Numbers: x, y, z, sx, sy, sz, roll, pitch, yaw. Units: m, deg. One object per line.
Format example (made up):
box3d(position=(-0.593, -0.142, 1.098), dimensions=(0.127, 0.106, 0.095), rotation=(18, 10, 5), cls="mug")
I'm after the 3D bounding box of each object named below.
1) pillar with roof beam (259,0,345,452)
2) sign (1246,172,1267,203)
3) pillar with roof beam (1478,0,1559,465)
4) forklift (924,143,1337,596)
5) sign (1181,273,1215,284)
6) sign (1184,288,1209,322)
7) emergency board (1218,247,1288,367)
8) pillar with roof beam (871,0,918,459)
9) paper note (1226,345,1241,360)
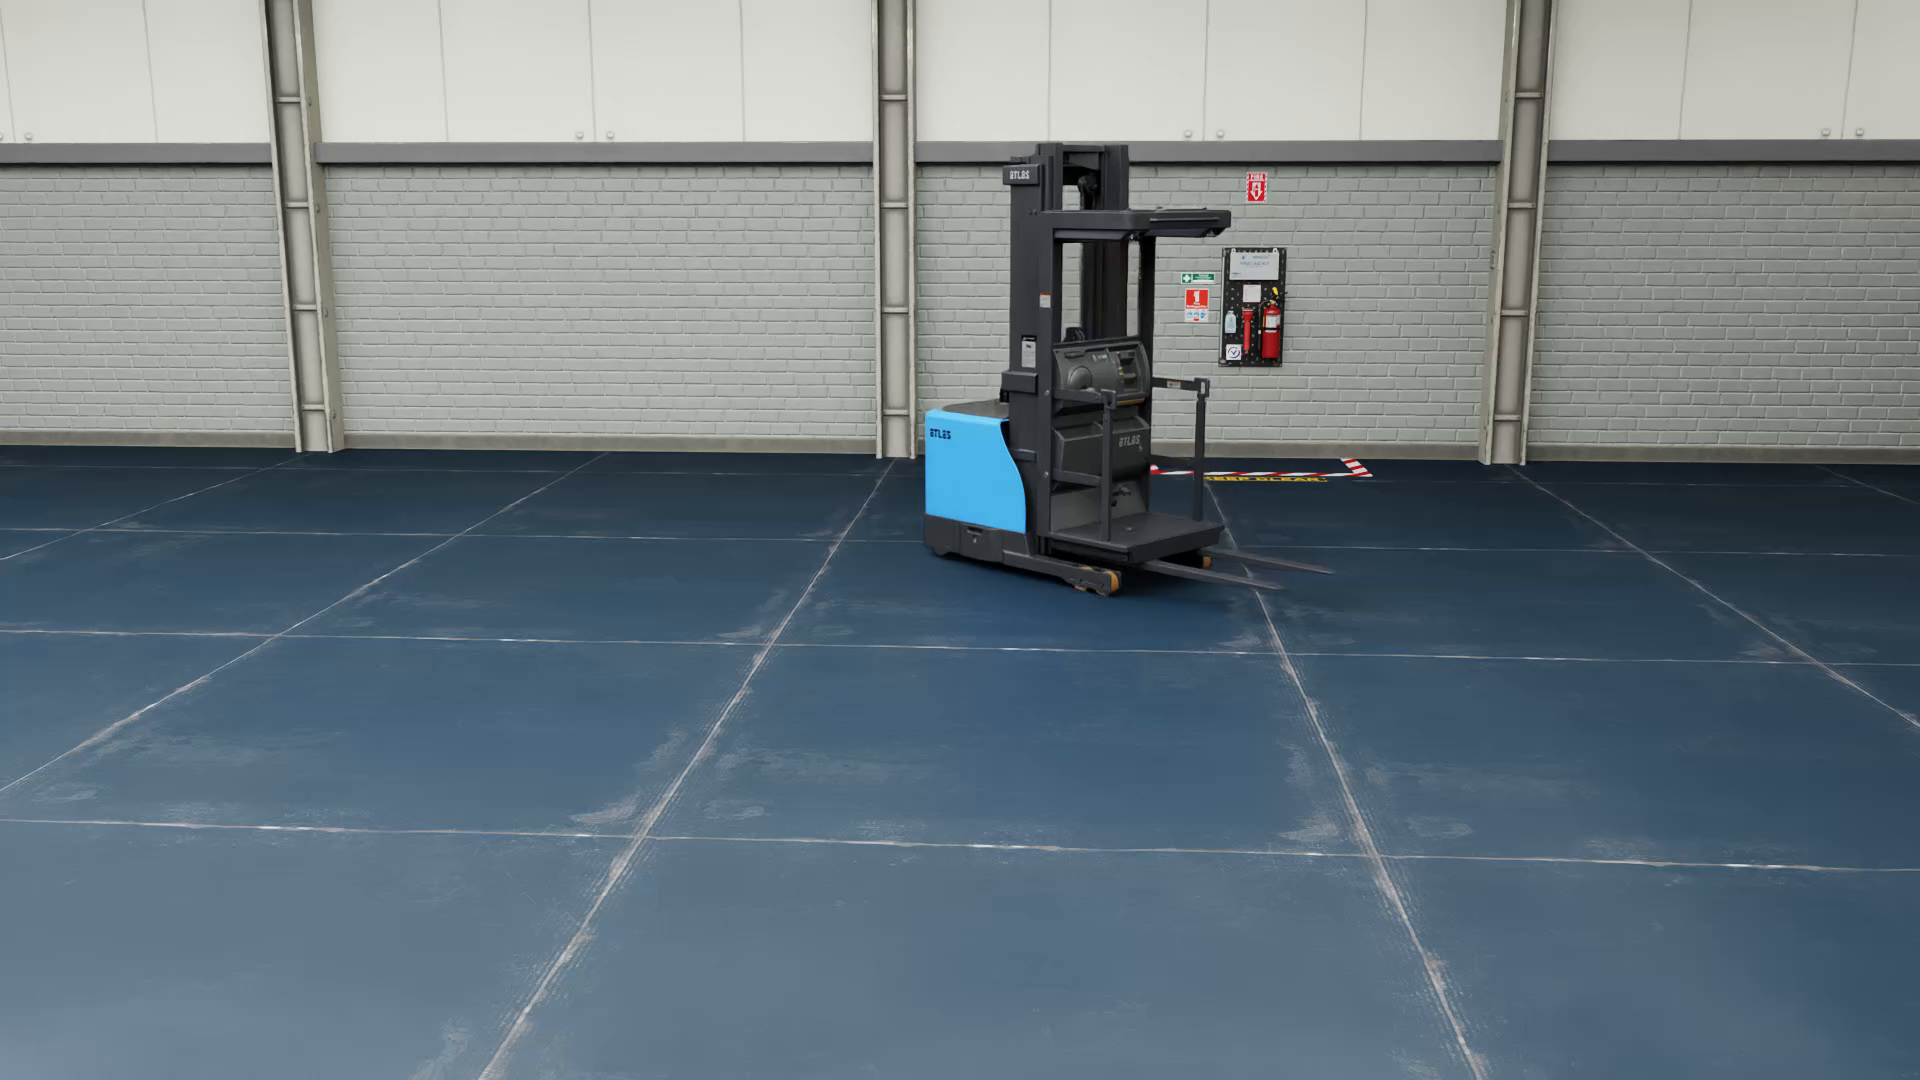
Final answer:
box3d(position=(-6.908, -4.458, 12.101), dimensions=(0.400, 9.000, 9.100), rotation=(1, 12, 4), cls="pillar with roof beam")
box3d(position=(2.888, -3.433, 16.194), dimensions=(0.199, 0.298, 0.001), rotation=(1, 12, 4), cls="sign")
box3d(position=(5.065, -4.294, 11.316), dimensions=(0.400, 9.000, 9.100), rotation=(1, 12, 4), cls="pillar with roof beam")
box3d(position=(1.127, -1.184, 11.269), dimensions=(1.130, 2.935, 3.031), rotation=(-11, 16, -44), cls="forklift")
box3d(position=(2.349, -2.582, 16.404), dimensions=(0.331, 0.109, 0.001), rotation=(1, 12, 4), cls="sign")
box3d(position=(2.345, -2.324, 16.467), dimensions=(0.234, 0.329, 0.001), rotation=(1, 12, 4), cls="sign")
box3d(position=(2.890, -2.278, 16.334), dimensions=(0.643, 1.169, 0.194), rotation=(1, 12, 4), cls="emergency board")
box3d(position=(-0.922, -4.376, 11.709), dimensions=(0.400, 9.000, 9.100), rotation=(1, 12, 4), cls="pillar with roof beam")
box3d(position=(2.718, -1.864, 16.503), dimensions=(0.142, 0.148, 0.016), rotation=(1, 12, 4), cls="paper note")
